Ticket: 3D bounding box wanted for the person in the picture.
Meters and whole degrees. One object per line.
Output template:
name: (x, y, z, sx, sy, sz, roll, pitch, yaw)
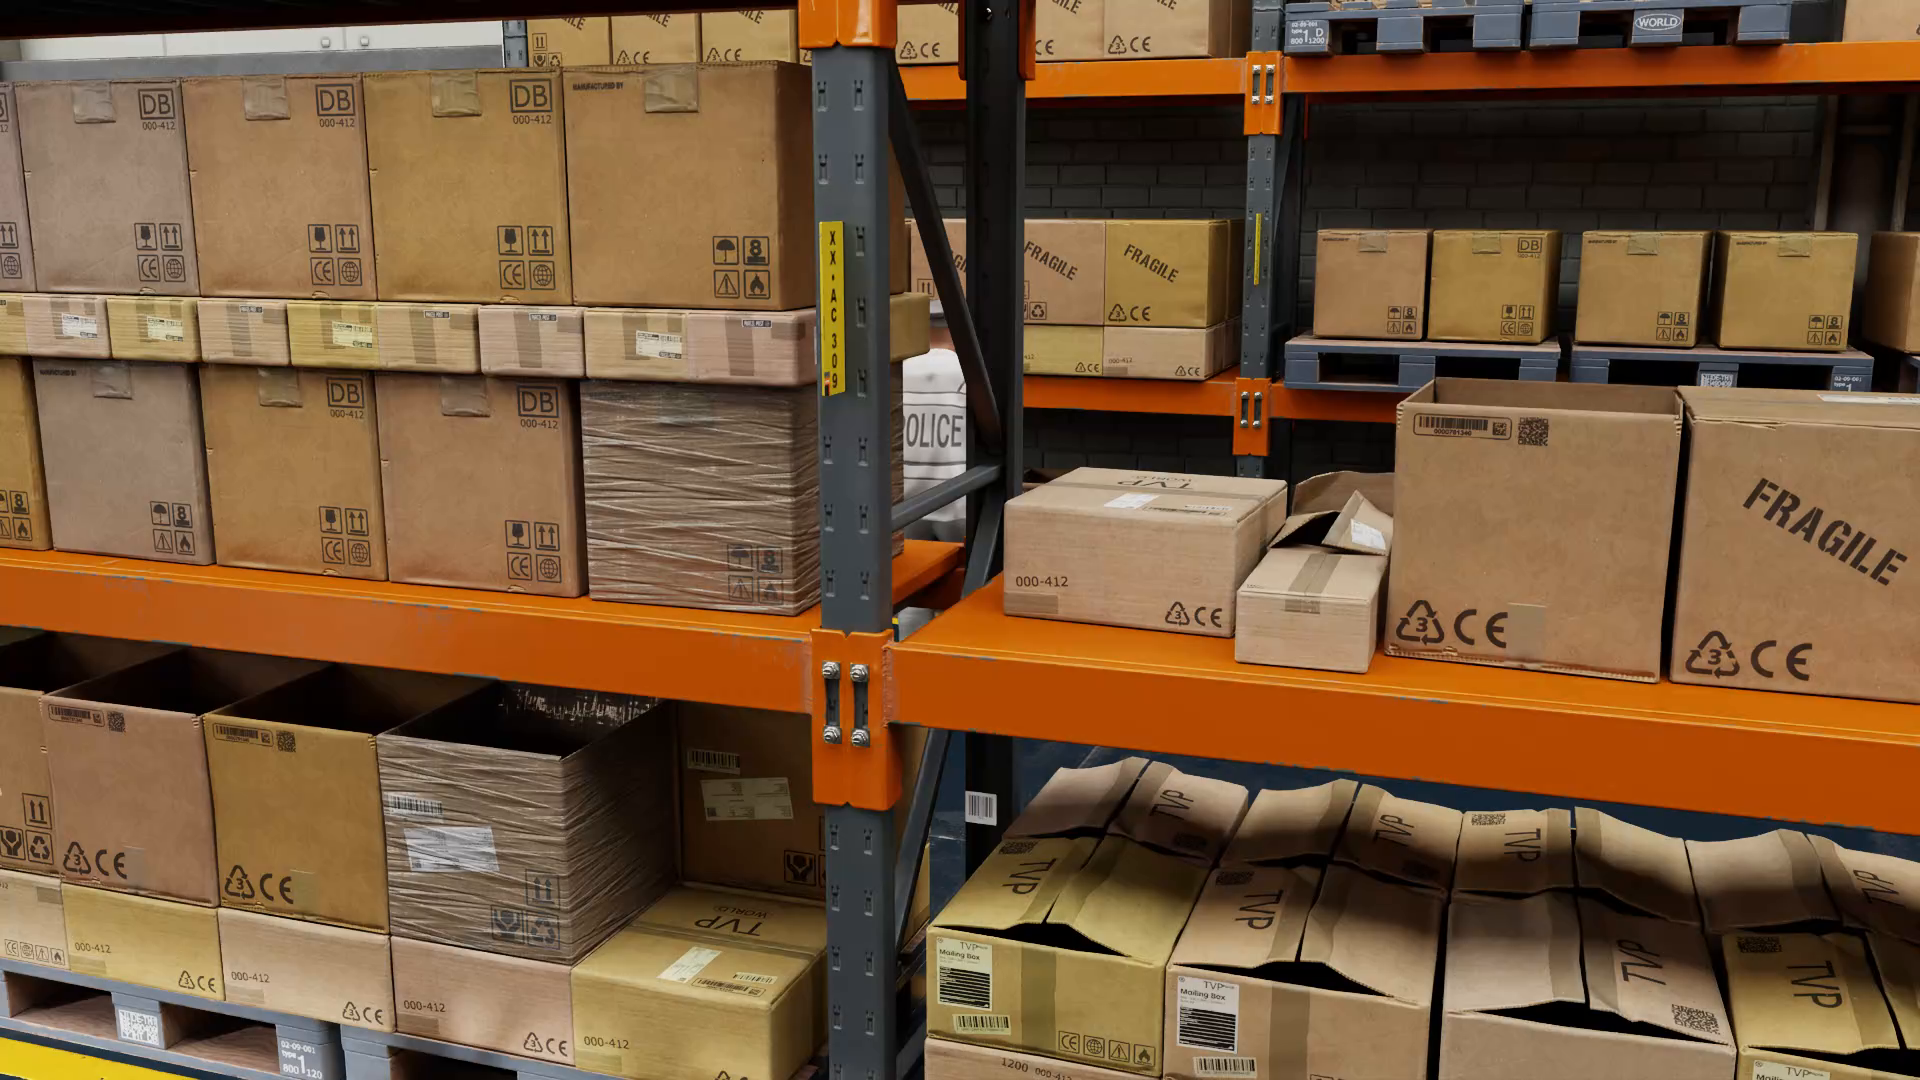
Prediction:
person: (-0.080, -0.143, 7.121, 0.606, 1.748, 0.435, 3, 12, 15)
